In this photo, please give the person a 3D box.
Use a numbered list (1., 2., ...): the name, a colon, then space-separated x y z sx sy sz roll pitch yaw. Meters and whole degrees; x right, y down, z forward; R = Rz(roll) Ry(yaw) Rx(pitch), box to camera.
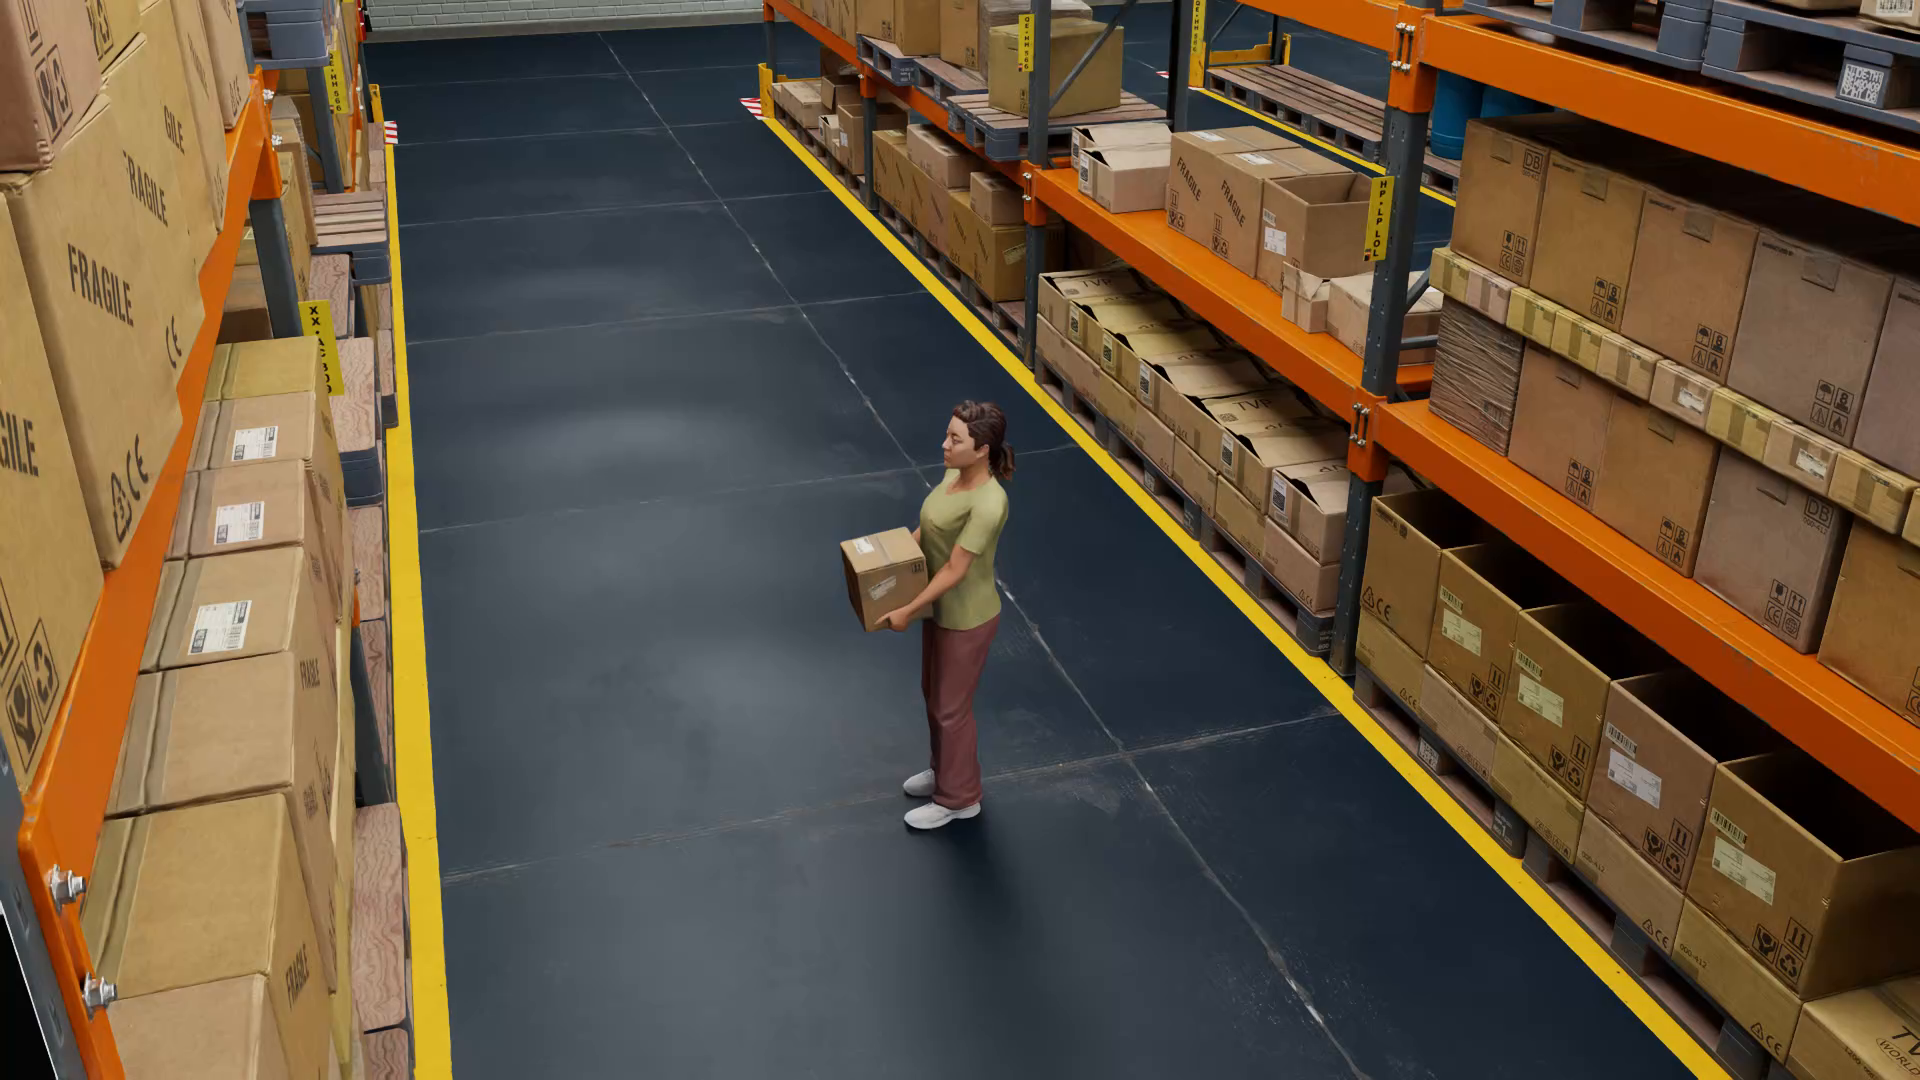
1. person: -0.069 0.282 6.063 0.558 1.664 0.425 -8 27 -15
